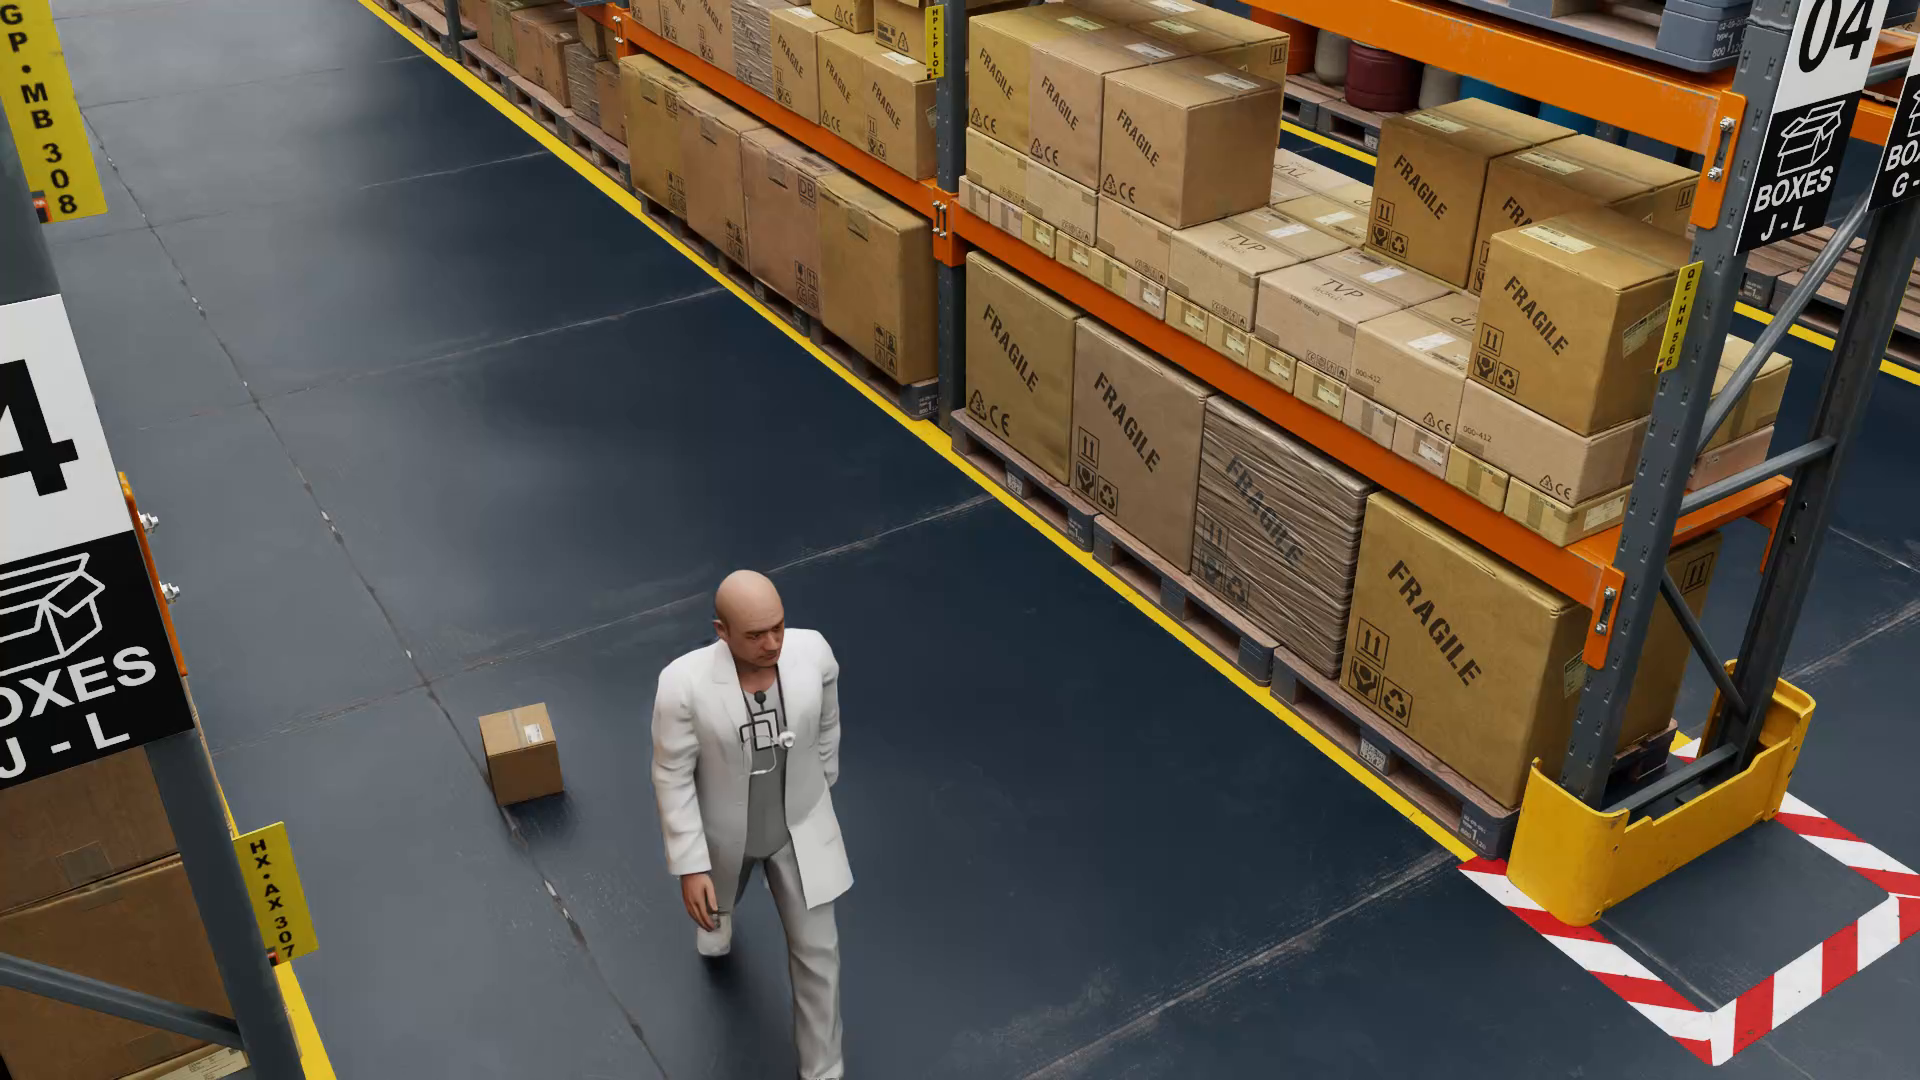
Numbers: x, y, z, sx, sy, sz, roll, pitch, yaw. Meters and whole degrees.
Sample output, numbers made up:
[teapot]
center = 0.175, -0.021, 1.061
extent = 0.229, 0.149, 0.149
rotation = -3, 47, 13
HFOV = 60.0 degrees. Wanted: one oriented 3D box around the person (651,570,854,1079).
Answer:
[person]
center = -0.596, 0.787, 4.843
extent = 0.576, 1.664, 1.126
rotation = -10, 34, -15
